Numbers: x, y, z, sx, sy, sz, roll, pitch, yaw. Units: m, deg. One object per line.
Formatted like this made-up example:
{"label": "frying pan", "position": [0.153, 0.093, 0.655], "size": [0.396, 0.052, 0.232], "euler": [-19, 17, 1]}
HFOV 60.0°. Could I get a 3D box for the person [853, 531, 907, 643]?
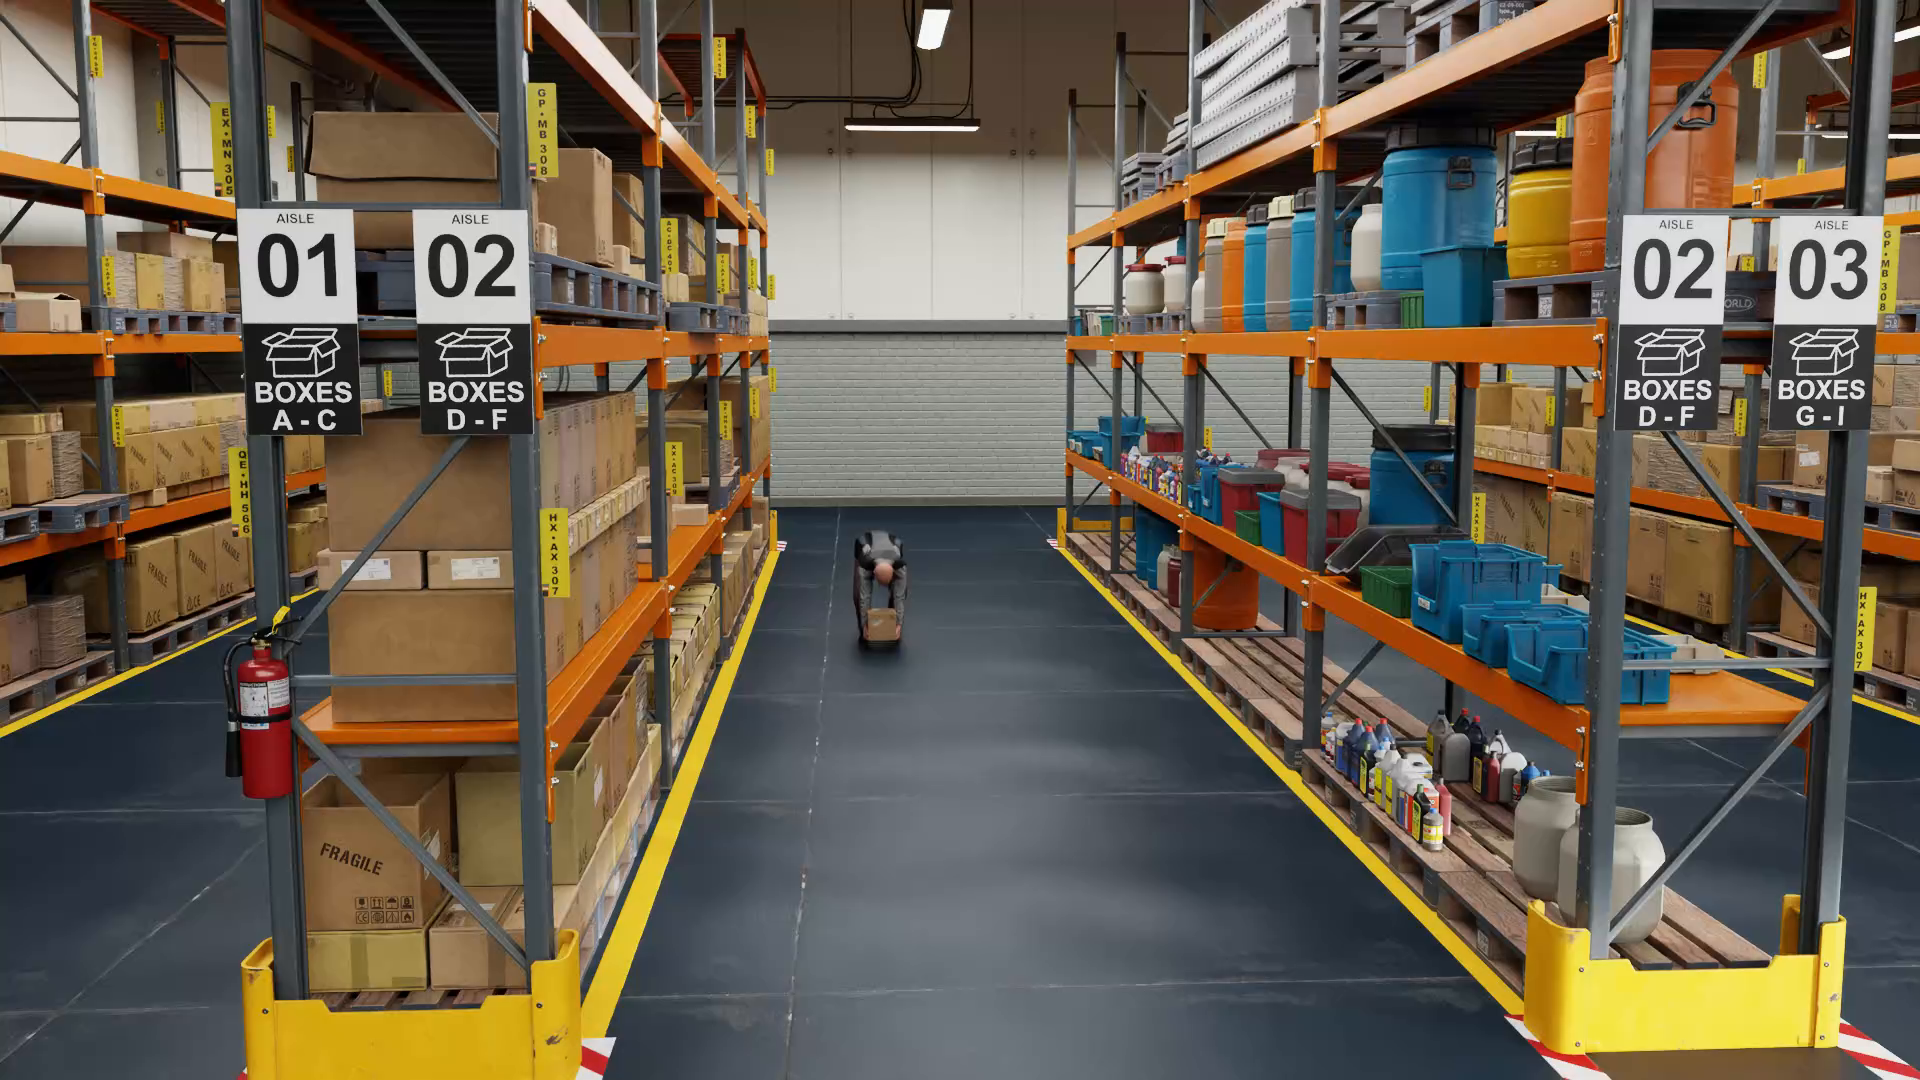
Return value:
{"label": "person", "position": [-0.723, 0.444, 15.103], "size": [0.489, 1.014, 0.948], "euler": [-1, 7, -7]}
